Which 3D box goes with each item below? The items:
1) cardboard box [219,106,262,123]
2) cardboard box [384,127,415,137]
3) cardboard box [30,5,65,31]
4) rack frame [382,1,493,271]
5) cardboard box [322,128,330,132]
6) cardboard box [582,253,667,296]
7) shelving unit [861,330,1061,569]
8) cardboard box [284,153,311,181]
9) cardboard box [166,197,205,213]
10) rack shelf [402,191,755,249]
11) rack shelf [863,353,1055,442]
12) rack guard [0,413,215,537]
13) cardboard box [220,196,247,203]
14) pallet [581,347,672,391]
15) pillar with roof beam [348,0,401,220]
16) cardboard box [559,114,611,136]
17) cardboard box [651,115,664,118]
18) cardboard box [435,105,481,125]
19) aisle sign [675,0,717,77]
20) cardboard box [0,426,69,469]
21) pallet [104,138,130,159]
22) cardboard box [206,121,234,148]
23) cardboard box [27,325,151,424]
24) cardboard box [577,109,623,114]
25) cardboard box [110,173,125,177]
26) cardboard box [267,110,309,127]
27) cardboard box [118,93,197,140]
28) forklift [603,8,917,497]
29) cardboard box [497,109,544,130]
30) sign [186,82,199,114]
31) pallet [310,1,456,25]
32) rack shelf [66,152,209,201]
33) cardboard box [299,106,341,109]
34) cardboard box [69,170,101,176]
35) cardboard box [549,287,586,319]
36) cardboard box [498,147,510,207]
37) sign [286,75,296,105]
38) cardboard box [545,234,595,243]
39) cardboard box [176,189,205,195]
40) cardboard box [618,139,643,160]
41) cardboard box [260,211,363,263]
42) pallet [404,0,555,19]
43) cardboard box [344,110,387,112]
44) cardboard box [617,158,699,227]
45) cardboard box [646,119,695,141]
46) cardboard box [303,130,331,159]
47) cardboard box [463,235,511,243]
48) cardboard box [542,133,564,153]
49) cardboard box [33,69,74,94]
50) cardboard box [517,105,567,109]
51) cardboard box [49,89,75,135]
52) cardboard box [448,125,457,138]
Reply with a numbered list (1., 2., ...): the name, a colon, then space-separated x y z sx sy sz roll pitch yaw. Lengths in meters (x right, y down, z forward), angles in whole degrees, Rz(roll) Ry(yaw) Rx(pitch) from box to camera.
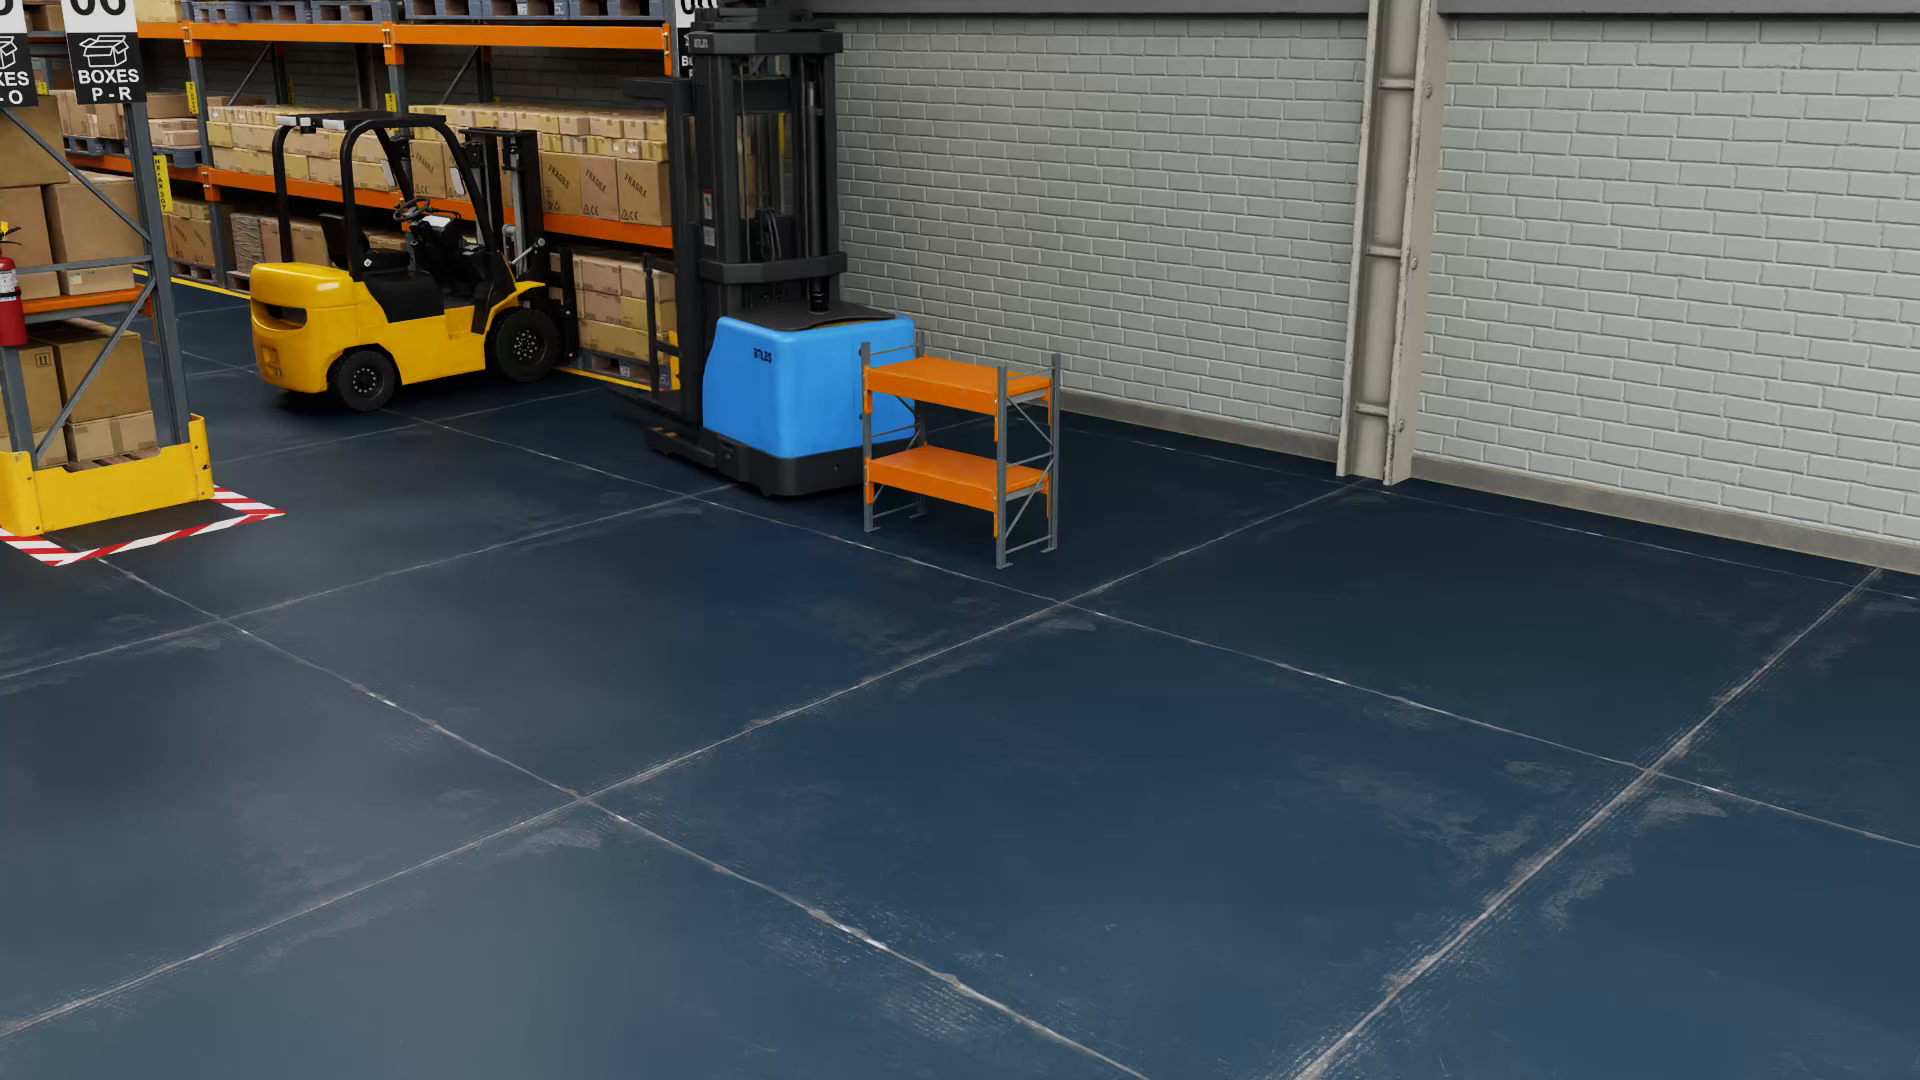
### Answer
1. cardboard box: -7.579 -4.495 17.578 0.250 0.149 0.380 16 23 40
2. cardboard box: -5.234 -3.894 15.685 0.250 0.149 0.380 16 24 41
3. cardboard box: -5.164 -3.042 9.694 0.250 0.149 0.380 15 23 39
4. rack frame: -4.831 -3.519 15.740 0.127 3.000 1.000 15 23 39
5. cardboard box: -6.026 -4.092 16.310 0.250 0.149 0.380 14 23 38
6. cardboard box: -2.776 -2.205 13.798 0.500 0.250 0.500 16 23 40
7. shelving unit: -0.005 -0.538 9.446 1.048 1.125 0.538 15 23 39
8. cardboard box: -6.503 -3.797 16.866 0.500 0.250 0.500 16 24 41
9. cardboard box: -8.920 -3.855 19.167 0.250 0.149 0.380 16 24 41
10. rack shelf: -3.335 -2.774 14.584 4.000 0.370 1.077 15 23 39
11. rack shelf: -0.005 -0.816 9.357 1.000 0.278 0.538 15 23 39
12. rack guard: -5.188 -0.416 10.095 0.348 0.500 1.175 15 23 39
13. cardboard box: -8.426 -3.906 19.327 0.250 0.149 0.380 15 23 40
14. pallet: -2.439 -1.531 14.085 1.213 0.211 1.003 15 23 39
15. pillar with roof beam: -9.107 -6.149 14.112 0.400 9.000 9.100 15 23 39
16. cardboard box: -3.071 -3.421 13.704 0.250 0.149 0.380 16 23 41
17. cardboard box: -2.329 -3.440 13.762 0.250 0.149 0.380 16 23 40
18. cardboard box: -4.522 -3.858 15.080 0.250 0.149 0.380 15 23 40
19. aisle sign: -1.985 -3.875 12.565 0.004 0.787 0.394 15 23 39
20. cardboard box: -5.932 -0.588 10.356 0.500 0.250 0.500 15 23 39
21. pallet: -9.280 -4.620 19.527 1.213 0.211 1.003 15 23 39
22. cardboard box: -7.670 -4.339 17.745 0.500 0.250 0.500 15 23 39
23. cardboard box: -5.569 -1.068 10.629 0.500 0.500 0.500 14 22 37
24. cardboard box: -3.086 -3.647 14.415 0.250 0.149 0.380 15 23 40
25. cardboard box: -10.497 -4.411 20.426 0.250 0.149 0.380 14 22 37
26. cardboard box: -6.807 -4.291 16.937 0.250 0.149 0.380 16 23 40
27. cardboard box: -9.166 -4.857 19.092 0.637 0.503 0.797 14 23 38
28. forklift: -1.542 -2.048 11.219 1.130 2.935 3.031 -12 21 -34
29. cardboard box: -3.773 -3.645 14.410 0.250 0.149 0.380 15 23 39
30. sign: -8.176 -4.711 17.715 0.005 0.325 0.100 15 23 39
31. pallet: -5.499 -5.031 15.864 1.217 0.209 0.805 14 22 37
32. rack shelf: -9.319 -4.380 19.645 4.000 0.370 1.077 15 23 39
33. cardboard box: -6.792 -4.533 17.697 0.250 0.149 0.380 14 23 38
34. cardboard box: -5.691 -2.042 10.431 0.500 0.500 0.500 16 24 41
35. cardboard box: -3.179 -2.072 14.208 0.500 0.250 0.500 14 23 38
36. cardboard box: -3.892 -3.216 14.621 0.500 0.500 0.500 15 23 39
37. sign: -7.457 -5.000 18.493 0.005 0.325 0.100 15 23 39
38. cardboard box: -3.576 -2.627 15.128 0.500 0.250 0.500 15 23 40
39. cardboard box: -9.182 -4.126 20.020 0.250 0.149 0.380 14 22 37
40. cardboard box: -2.495 -3.123 13.256 0.250 0.149 0.380 16 23 40
41. cardboard box: -6.871 -3.132 17.754 0.625 0.625 0.875 16 24 41
42. pallet: -4.176 -4.741 14.779 1.213 0.211 1.003 15 23 39
43. cardboard box: -6.061 -4.311 17.000 0.250 0.149 0.380 15 23 40
44. cardboard box: -2.382 -2.803 13.318 0.500 0.500 0.500 14 23 38
45. cardboard box: -2.247 -3.238 13.128 0.250 0.149 0.380 15 23 39
46. cardboard box: -6.136 -3.932 16.463 0.500 0.250 0.500 16 23 40
47. cardboard box: -4.302 -2.612 15.081 0.500 0.250 0.500 15 23 39
48. cardboard box: -3.260 -3.331 13.910 0.250 0.149 0.380 15 23 40
49. cardboard box: -11.752 -5.912 21.797 0.500 0.500 0.500 14 23 38
50. cardboard box: -3.796 -3.876 15.135 0.250 0.149 0.380 14 23 38
51. cardboard box: -10.601 -5.225 20.257 0.500 0.500 0.700 16 23 41
52. cardboard box: -4.359 -3.654 14.930 0.250 0.149 0.380 15 23 39
